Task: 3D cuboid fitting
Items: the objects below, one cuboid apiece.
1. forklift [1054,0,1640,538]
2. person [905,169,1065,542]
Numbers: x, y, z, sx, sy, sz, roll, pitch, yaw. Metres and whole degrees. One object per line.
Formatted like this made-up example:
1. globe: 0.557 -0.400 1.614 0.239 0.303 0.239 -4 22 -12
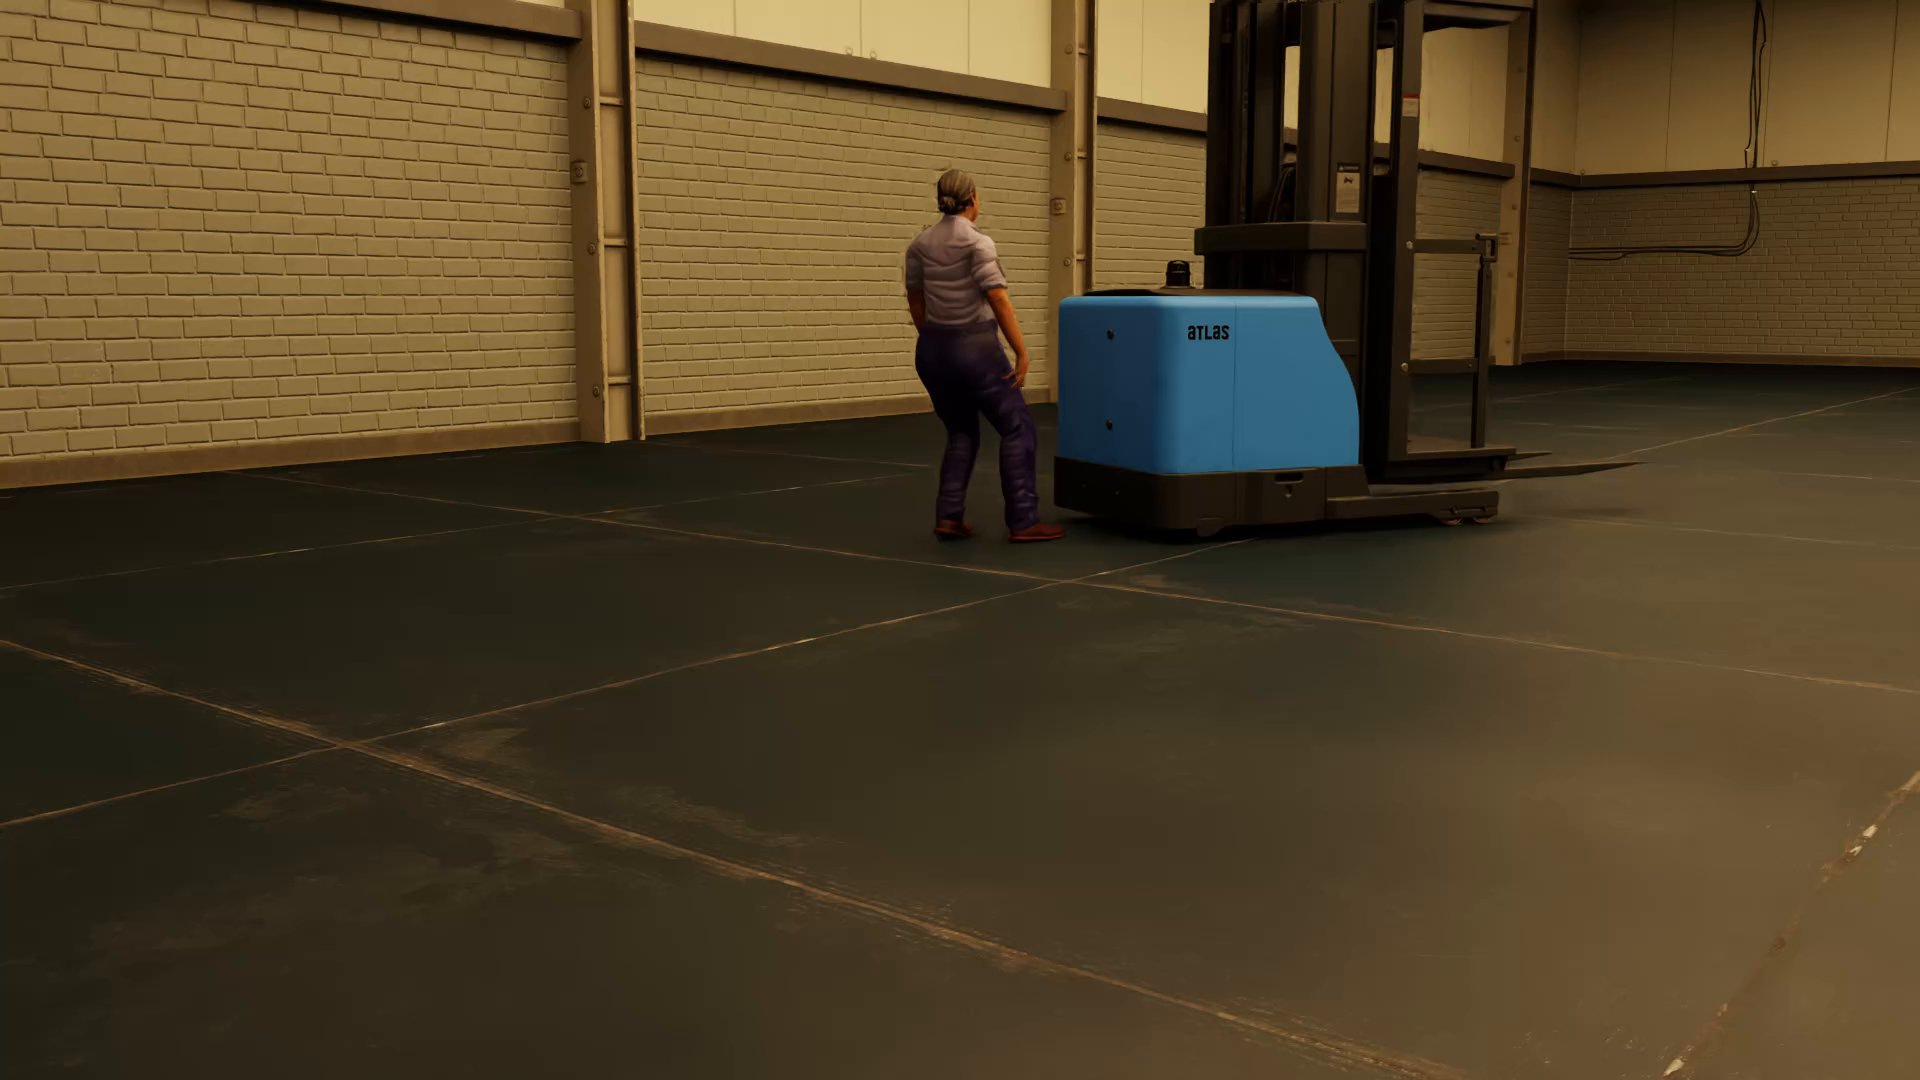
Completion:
1. forklift: 2.013 -1.581 8.086 3.031 2.935 1.130 -4 9 -25
2. person: 0.095 -0.809 7.404 0.627 1.635 0.523 8 11 43
